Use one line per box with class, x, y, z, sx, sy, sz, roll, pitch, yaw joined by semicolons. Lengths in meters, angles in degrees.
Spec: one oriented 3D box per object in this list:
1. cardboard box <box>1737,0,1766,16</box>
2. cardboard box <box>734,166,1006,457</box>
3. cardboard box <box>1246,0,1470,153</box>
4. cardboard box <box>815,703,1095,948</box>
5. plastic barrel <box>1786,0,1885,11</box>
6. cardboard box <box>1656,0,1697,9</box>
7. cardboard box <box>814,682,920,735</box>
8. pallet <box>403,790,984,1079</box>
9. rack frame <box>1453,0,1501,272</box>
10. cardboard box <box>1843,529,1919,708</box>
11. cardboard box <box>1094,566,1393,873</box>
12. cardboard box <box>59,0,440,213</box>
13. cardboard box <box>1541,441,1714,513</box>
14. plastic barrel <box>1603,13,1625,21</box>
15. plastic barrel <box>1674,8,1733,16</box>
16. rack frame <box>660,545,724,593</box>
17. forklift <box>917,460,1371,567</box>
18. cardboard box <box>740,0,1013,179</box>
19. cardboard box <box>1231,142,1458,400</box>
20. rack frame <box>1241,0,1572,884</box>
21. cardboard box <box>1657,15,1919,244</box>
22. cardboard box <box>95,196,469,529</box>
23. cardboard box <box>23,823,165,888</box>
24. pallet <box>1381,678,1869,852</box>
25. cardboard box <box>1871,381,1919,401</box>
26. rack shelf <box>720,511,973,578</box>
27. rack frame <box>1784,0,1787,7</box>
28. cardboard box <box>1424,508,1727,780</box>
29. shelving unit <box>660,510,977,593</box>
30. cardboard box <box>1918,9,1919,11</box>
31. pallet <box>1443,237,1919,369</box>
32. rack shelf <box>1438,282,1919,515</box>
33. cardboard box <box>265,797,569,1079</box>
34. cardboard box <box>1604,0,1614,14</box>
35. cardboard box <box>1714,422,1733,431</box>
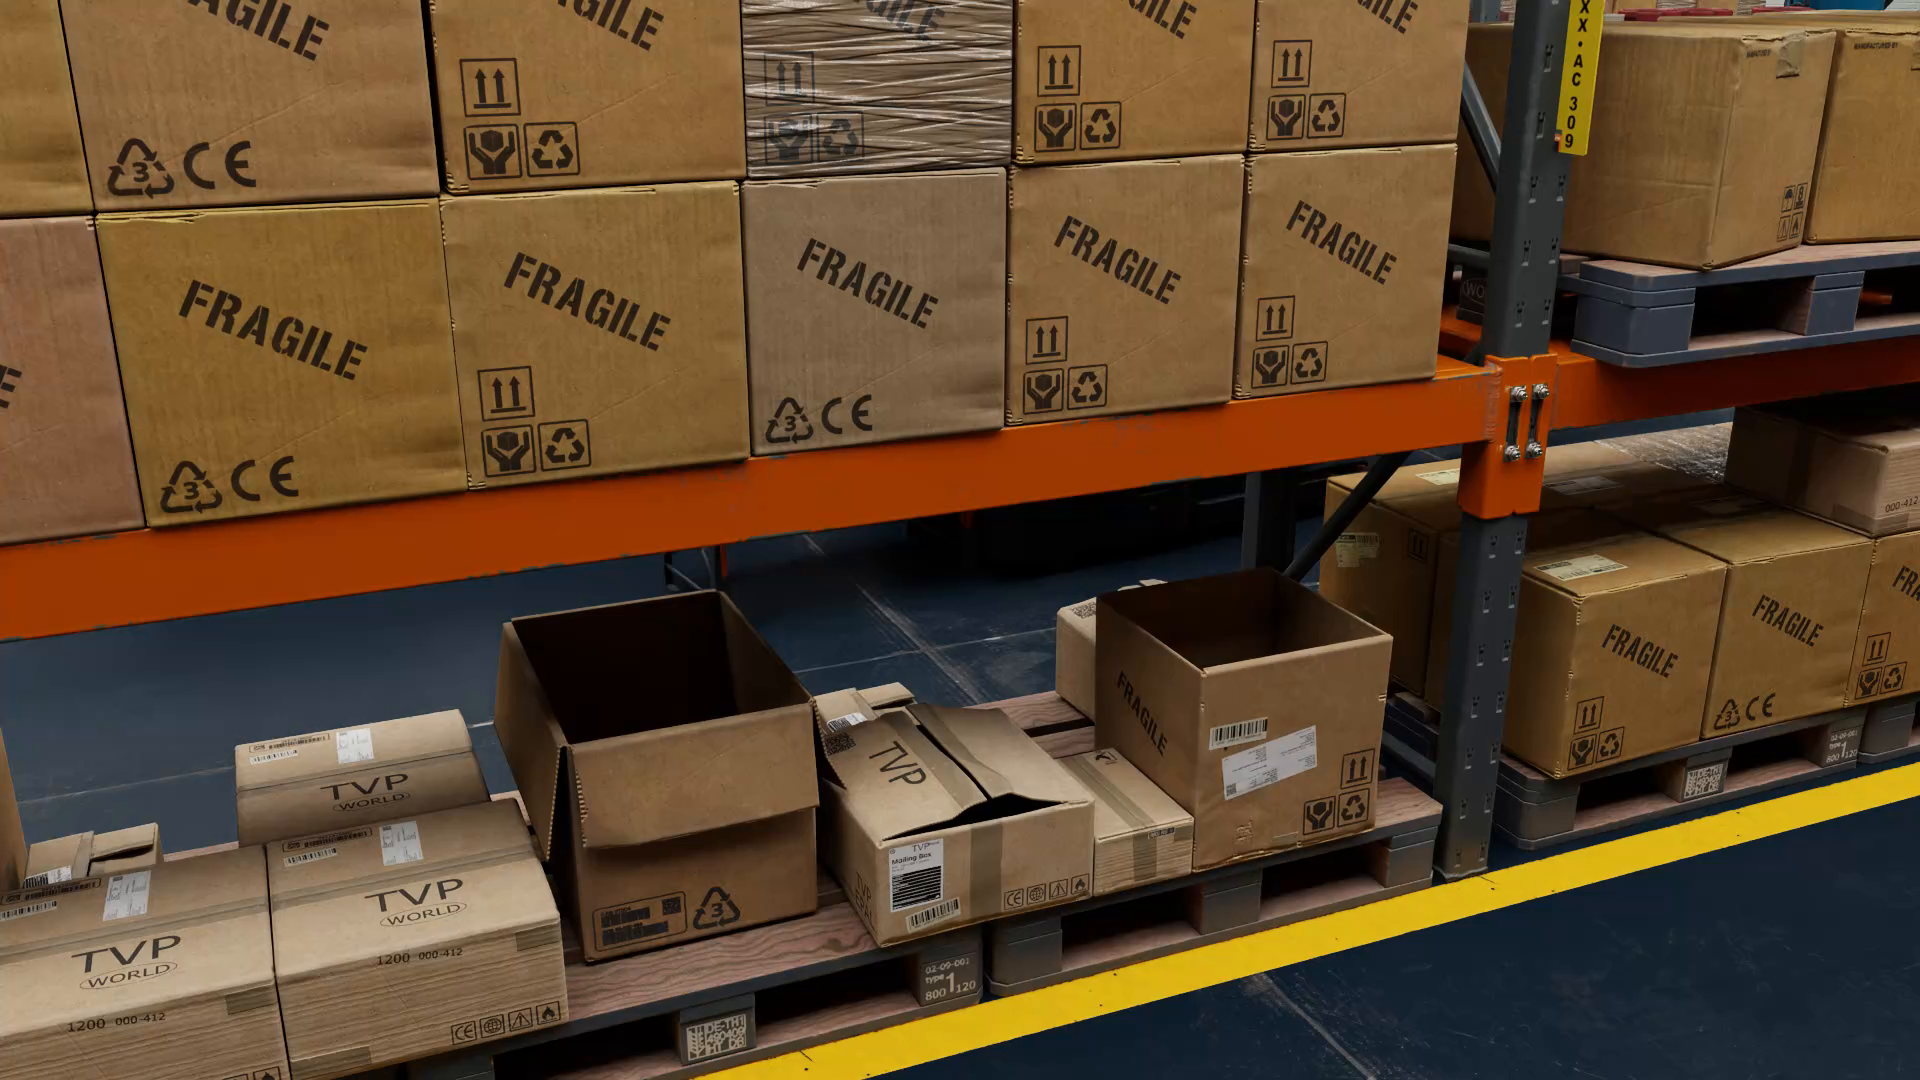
cardboard box;7.645;-5.450;16.885;0.500;0.500;0.875;-8;21;-22
cardboard box;-0.238;-0.493;3.254;0.500;0.500;0.500;-8;21;-21
cardboard box;0.701;-1.099;3.472;0.500;0.500;0.500;-8;21;-22
cardboard box;-0.036;0.595;3.702;0.500;0.311;0.500;-8;21;-22
plastic barrel;5.975;-3.568;11.383;0.708;0.901;0.600;-8;21;-22
cardboard box;6.757;-5.295;16.444;0.500;0.500;0.875;-8;21;-22
cardboard box;-0.198;0.509;4.164;0.250;0.166;0.380;-8;21;-22
pallet;-0.690;0.841;3.816;1.213;0.211;1.003;-8;21;-22
rack frame;2.777;-2.763;9.854;0.127;3.000;1.000;-8;21;-22
cardboard box;2.551;0.119;4.769;0.500;0.500;0.500;-8;21;-21
cardboard box;0.652;0.407;3.951;0.500;0.500;0.500;-8;21;-22
cardboard box;-1.160;-0.832;2.712;0.500;0.500;0.500;-8;21;-21
cardboard box;1.860;0.031;5.020;0.500;0.500;0.500;-8;21;-22
plastic barrel;4.024;-3.072;10.562;0.421;0.512;0.421;0;19;0
plastic barrel;4.811;-3.198;10.884;0.433;0.535;0.433;0;19;0
rack frame;-0.944;-0.302;5.687;0.032;1.125;0.500;-12;23;-30
forklift;1.178;-1.632;6.744;3.031;2.935;1.130;-12;23;-30
cardboard box;-0.231;-0.965;3.090;0.500;0.500;0.500;-8;21;-21
cardboard box;0.706;-0.629;3.642;0.500;0.500;0.500;-8;21;-21
rack frame;1.063;-0.726;4.068;0.127;3.000;1.000;-8;21;-22
cardboard box;2.193;-1.075;4.276;0.500;0.500;0.700;-5;20;-13
cardboard box;-1.164;-0.360;2.876;0.500;0.500;0.500;-8;21;-22
cardboard box;-1.801;0.757;3.461;0.250;0.166;0.380;-8;21;-22
pallet;1.795;0.471;4.867;1.213;0.211;1.003;-8;21;-22
cardboard box;2.982;-0.295;4.816;0.500;0.250;0.500;-9;21;-23
rack shelf;-0.513;-0.161;6.023;1.000;0.278;0.538;-12;23;-30
rack frame;8.161;-5.326;17.132;0.127;3.000;1.000;-8;21;-22
cardboard box;1.604;0.256;4.379;0.500;0.500;0.500;-9;21;-24
shelving unit;-0.513;-0.392;5.942;1.048;1.125;0.538;-12;23;-30
cardboard box;3.287;-1.318;4.967;0.500;0.500;0.700;-4;20;-12
pallet;1.840;-0.707;4.304;1.213;0.211;1.003;-8;21;-22
rack shelf;2.899;-0.650;4.934;4.000;0.370;1.077;-8;21;-22
cardboard box;-1.080;0.773;3.288;0.500;0.250;0.500;-8;21;-22
cardboard box;5.818;-5.179;16.117;0.500;0.500;0.875;-8;21;-22
cardboard box;2.786;-0.103;5.399;0.500;0.500;0.500;-9;21;-24
